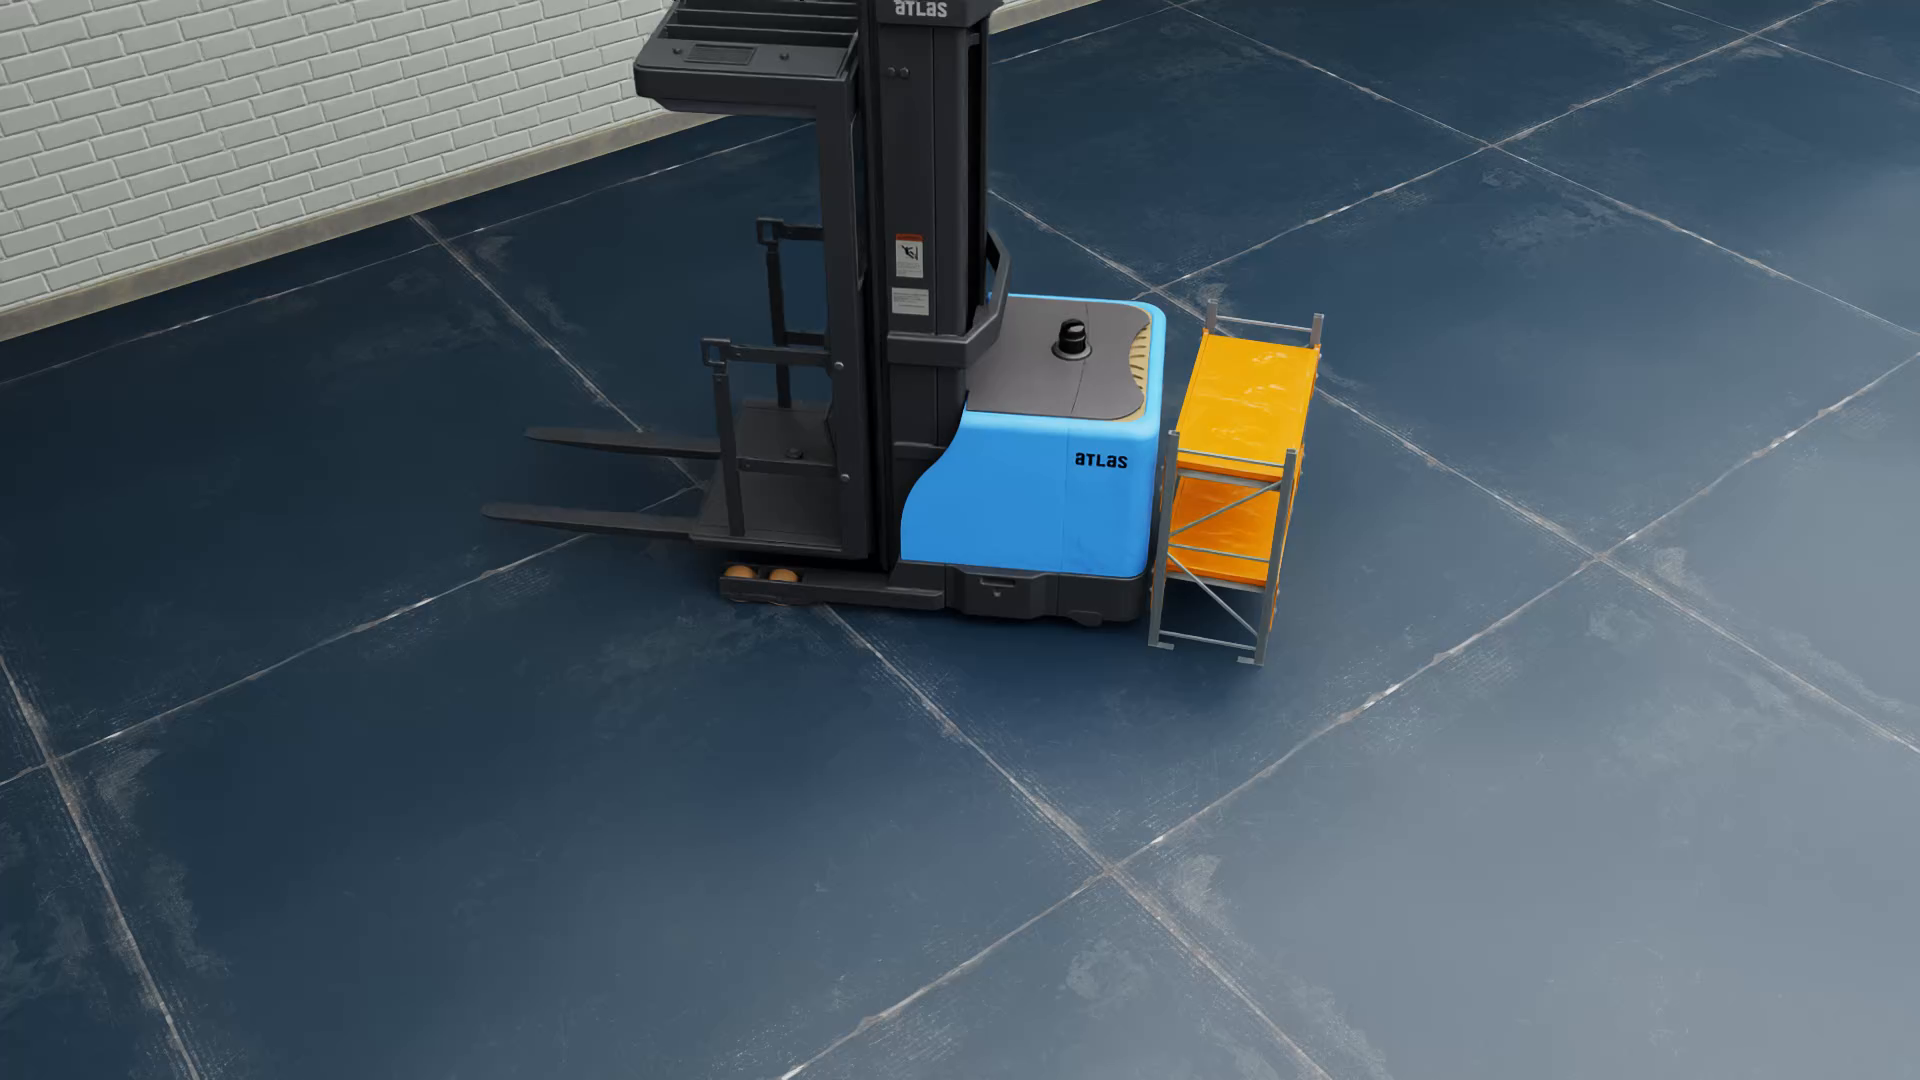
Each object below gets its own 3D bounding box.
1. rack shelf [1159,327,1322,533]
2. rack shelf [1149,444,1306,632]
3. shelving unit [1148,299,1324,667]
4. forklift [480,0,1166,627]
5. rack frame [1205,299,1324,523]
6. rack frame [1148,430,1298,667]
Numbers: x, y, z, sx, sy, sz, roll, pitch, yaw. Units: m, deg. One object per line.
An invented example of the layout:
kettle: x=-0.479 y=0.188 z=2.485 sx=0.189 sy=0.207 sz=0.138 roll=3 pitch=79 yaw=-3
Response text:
rack shelf: x=1.190 y=-0.483 z=6.990 sx=0.538 sy=0.278 sz=1.000 roll=10 pitch=40 yaw=12
rack shelf: x=1.190 y=-0.068 z=7.331 sx=0.538 sy=0.278 sz=1.000 roll=10 pitch=40 yaw=12
shelving unit: x=1.190 y=-0.257 z=7.176 sx=0.538 sy=1.125 sz=1.048 roll=10 pitch=40 yaw=12
forklift: x=-0.638 y=-1.167 z=6.862 sx=3.031 sy=2.935 sz=1.130 roll=5 pitch=40 yaw=6
rack frame: x=1.323 y=-0.568 z=7.555 sx=0.500 sy=1.125 sz=0.032 roll=10 pitch=40 yaw=12
rack frame: x=1.056 y=0.055 z=6.797 sx=0.500 sy=1.125 sz=0.032 roll=10 pitch=40 yaw=12
